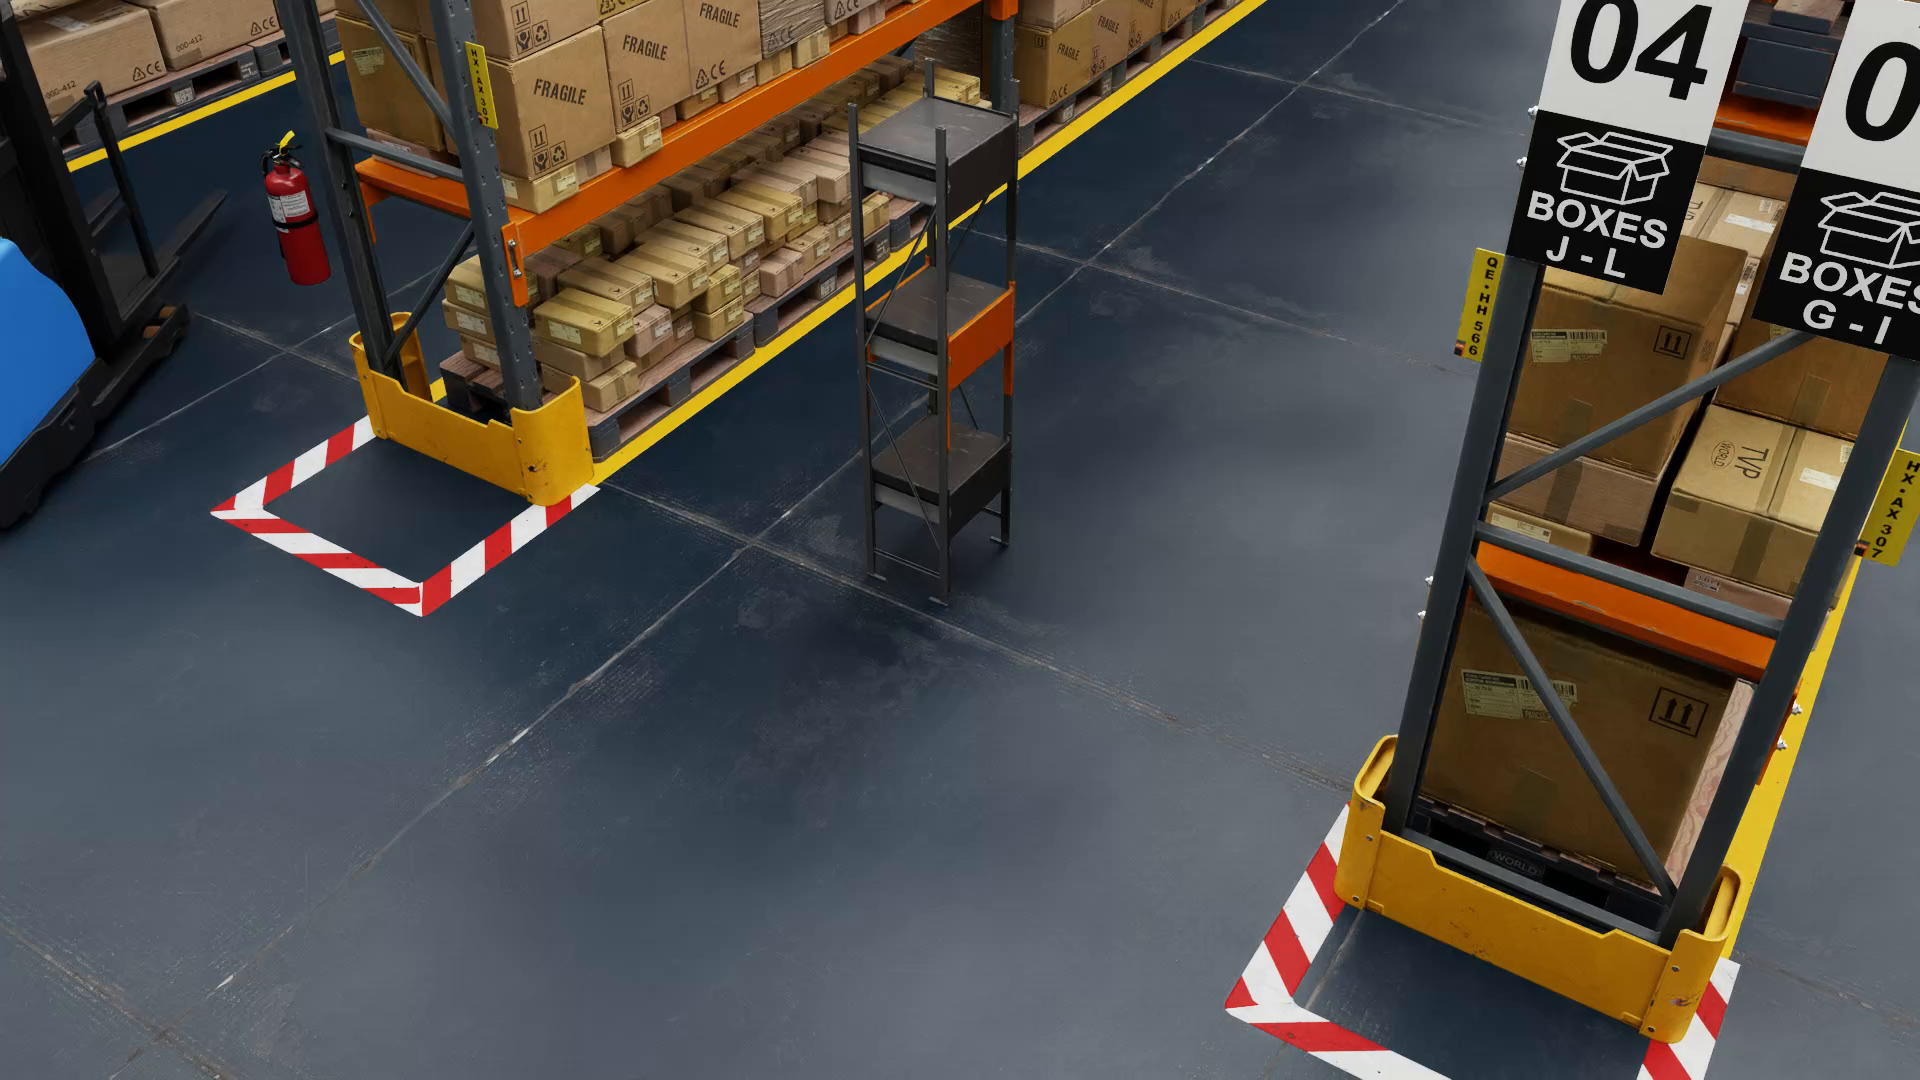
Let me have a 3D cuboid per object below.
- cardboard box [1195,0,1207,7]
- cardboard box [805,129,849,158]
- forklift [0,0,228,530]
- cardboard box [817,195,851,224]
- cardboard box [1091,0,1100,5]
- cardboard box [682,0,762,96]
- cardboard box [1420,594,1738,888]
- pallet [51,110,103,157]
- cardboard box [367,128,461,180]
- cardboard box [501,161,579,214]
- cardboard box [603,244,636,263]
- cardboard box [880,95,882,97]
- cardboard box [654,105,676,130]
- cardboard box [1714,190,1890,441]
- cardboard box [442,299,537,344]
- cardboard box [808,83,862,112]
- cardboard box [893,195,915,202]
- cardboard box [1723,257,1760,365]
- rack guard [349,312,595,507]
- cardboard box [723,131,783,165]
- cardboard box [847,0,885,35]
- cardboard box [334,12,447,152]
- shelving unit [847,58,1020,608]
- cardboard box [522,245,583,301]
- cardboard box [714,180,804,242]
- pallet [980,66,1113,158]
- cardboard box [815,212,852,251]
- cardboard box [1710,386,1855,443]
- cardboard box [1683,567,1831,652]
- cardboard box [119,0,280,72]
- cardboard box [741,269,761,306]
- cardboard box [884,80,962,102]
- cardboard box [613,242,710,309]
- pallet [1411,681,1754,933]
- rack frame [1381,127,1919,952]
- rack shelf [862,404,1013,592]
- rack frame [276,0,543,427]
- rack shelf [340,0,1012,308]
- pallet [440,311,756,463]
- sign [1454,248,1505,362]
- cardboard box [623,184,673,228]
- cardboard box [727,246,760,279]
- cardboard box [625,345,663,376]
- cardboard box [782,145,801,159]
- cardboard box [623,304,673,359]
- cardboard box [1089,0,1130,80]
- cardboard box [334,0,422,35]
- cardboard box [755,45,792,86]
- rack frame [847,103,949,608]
[{"bbox_3d":[1.593,-4.171,11.908,0.500,0.500,0.500,23,43,27],"label":"cardboard box"},{"bbox_3d":[-0.611,-2.075,8.989,0.380,0.149,0.250,19,42,23],"label":"cardboard box"},{"bbox_3d":[-4.572,-2.065,7.528,1.130,2.935,3.031,2,38,2],"label":"forklift"},{"bbox_3d":[-0.798,-1.859,8.952,0.380,0.149,0.250,19,42,23],"label":"cardboard box"},{"bbox_3d":[0.765,-3.667,10.640,0.500,0.250,0.500,22,43,26],"label":"cardboard box"},{"bbox_3d":[-1.268,-2.393,7.572,0.500,0.500,0.500,22,43,26],"label":"cardboard box"},{"bbox_3d":[2.129,0.432,5.630,0.875,0.875,0.875,21,42,25],"label":"cardboard box"},{"bbox_3d":[-6.151,-2.462,10.271,1.003,0.211,1.213,21,42,25],"label":"pallet"},{"bbox_3d":[-2.344,-1.723,7.234,0.380,0.149,0.250,21,42,25],"label":"cardboard box"},{"bbox_3d":[-1.830,-1.522,6.974,0.380,0.149,0.250,21,42,25],"label":"cardboard box"},{"bbox_3d":[-1.730,-1.456,8.429,0.380,0.149,0.250,21,42,25],"label":"cardboard box"},{"bbox_3d":[-0.601,-2.697,10.039,0.380,0.149,0.250,23,43,27],"label":"cardboard box"},{"bbox_3d":[-1.516,-1.967,7.550,0.380,0.149,0.250,23,43,27],"label":"cardboard box"},{"bbox_3d":[2.607,-0.660,4.914,0.500,0.500,0.500,20,42,24],"label":"cardboard box"},{"bbox_3d":[-2.238,-1.083,7.945,0.380,0.149,0.250,20,42,24],"label":"cardboard box"},{"bbox_3d":[-0.788,-2.518,9.563,0.380,0.149,0.250,21,42,25],"label":"cardboard box"},{"bbox_3d":[-0.356,-2.084,9.487,0.380,0.149,0.250,20,42,24],"label":"cardboard box"},{"bbox_3d":[2.434,-0.806,5.718,0.500,0.250,0.500,20,42,24],"label":"cardboard box"},{"bbox_3d":[-2.239,-0.611,7.633,1.175,0.500,0.348,21,42,25],"label":"rack guard"},{"bbox_3d":[-1.190,-2.104,9.026,0.380,0.149,0.250,19,42,23],"label":"cardboard box"},{"bbox_3d":[-0.611,-2.739,8.553,0.380,0.149,0.250,19,42,23],"label":"cardboard box"},{"bbox_3d":[-2.257,-2.035,7.108,0.500,0.500,0.500,22,43,26],"label":"cardboard box"},{"bbox_3d":[-0.089,-0.746,6.498,0.431,2.100,0.503,21,42,25],"label":"shelving unit"},{"bbox_3d":[-2.027,-1.301,7.985,0.380,0.149,0.250,22,43,26],"label":"cardboard box"},{"bbox_3d":[-1.024,-1.679,8.475,0.380,0.149,0.250,22,43,26],"label":"cardboard box"},{"bbox_3d":[0.279,-2.922,10.867,1.003,0.211,1.213,21,42,25],"label":"pallet"},{"bbox_3d":[-0.810,-1.702,8.992,0.380,0.149,0.250,22,43,26],"label":"cardboard box"},{"bbox_3d":[2.612,-0.375,5.159,0.500,0.250,0.500,21,42,25],"label":"cardboard box"},{"bbox_3d":[2.323,0.137,4.821,0.380,0.149,0.250,22,43,26],"label":"cardboard box"},{"bbox_3d":[-5.277,-3.592,11.208,0.875,0.438,0.875,20,42,24],"label":"cardboard box"},{"bbox_3d":[-1.245,-1.315,8.490,0.380,0.149,0.250,21,42,25],"label":"cardboard box"},{"bbox_3d":[-0.211,-2.484,9.519,0.380,0.149,0.250,22,43,26],"label":"cardboard box"},{"bbox_3d":[-1.423,-1.263,7.936,0.380,0.149,0.250,21,42,25],"label":"cardboard box"},{"bbox_3d":[2.216,0.779,6.067,1.003,0.211,1.213,21,42,25],"label":"pallet"},{"bbox_3d":[1.854,0.112,4.647,1.000,3.000,0.127,21,42,25],"label":"rack frame"},{"bbox_3d":[-0.089,-0.181,6.934,0.431,0.518,0.480,21,42,25],"label":"rack shelf"},{"bbox_3d":[-2.280,-1.562,6.819,1.000,3.000,0.127,21,42,25],"label":"rack frame"},{"bbox_3d":[-1.208,-2.308,8.376,1.077,0.370,4.000,21,42,25],"label":"rack shelf"},{"bbox_3d":[-1.774,-0.904,8.250,1.003,0.211,1.213,21,42,25],"label":"pallet"},{"bbox_3d":[1.403,-0.625,4.461,0.100,0.325,0.005,21,42,25],"label":"sign"},{"bbox_3d":[-1.707,-1.746,8.562,0.380,0.149,0.250,23,43,27],"label":"cardboard box"},{"bbox_3d":[-1.241,-1.446,8.416,0.380,0.149,0.250,19,42,23],"label":"cardboard box"},{"bbox_3d":[-1.658,-0.926,7.986,0.380,0.149,0.250,21,42,25],"label":"cardboard box"},{"bbox_3d":[-1.076,-2.127,9.300,0.380,0.149,0.250,23,43,27],"label":"cardboard box"},{"bbox_3d":[-1.588,-1.026,7.871,0.380,0.149,0.250,21,42,25],"label":"cardboard box"},{"bbox_3d":[0.765,-3.368,10.865,0.500,0.500,0.500,23,43,27],"label":"cardboard box"},{"bbox_3d":[-2.245,-2.433,6.804,0.500,0.500,0.500,20,42,24],"label":"cardboard box"},{"bbox_3d":[-1.037,-2.343,8.038,0.380,0.149,0.250,23,43,27],"label":"cardboard box"},{"bbox_3d":[-0.219,-0.620,6.335,0.400,2.100,0.015,21,42,25],"label":"rack frame"}]
